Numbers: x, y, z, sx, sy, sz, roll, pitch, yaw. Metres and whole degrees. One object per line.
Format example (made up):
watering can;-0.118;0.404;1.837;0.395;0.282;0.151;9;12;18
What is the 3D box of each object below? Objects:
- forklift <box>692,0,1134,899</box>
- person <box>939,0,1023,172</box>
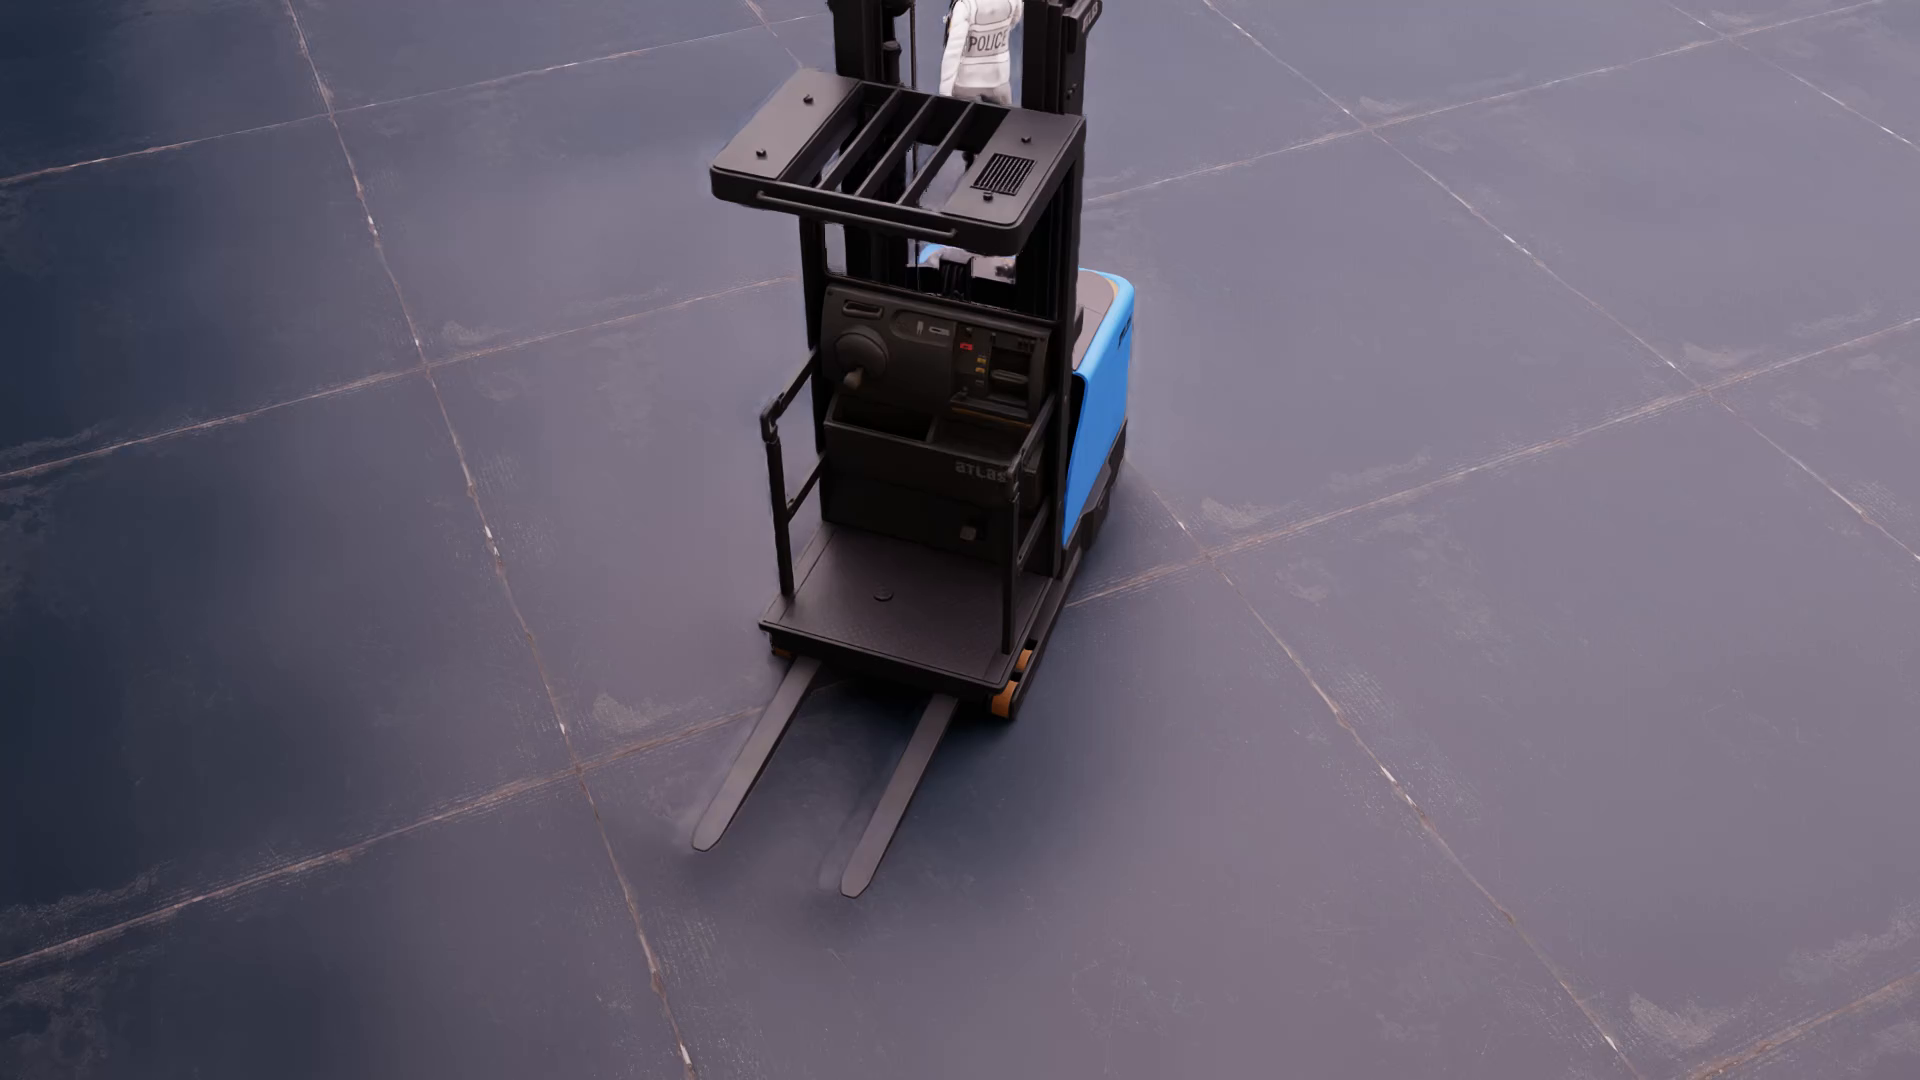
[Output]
forklift;-0.178;-0.643;6.369;1.130;2.935;3.031;14;45;15
person;0.096;-2.654;9.537;0.531;1.586;0.810;-6;43;-7
